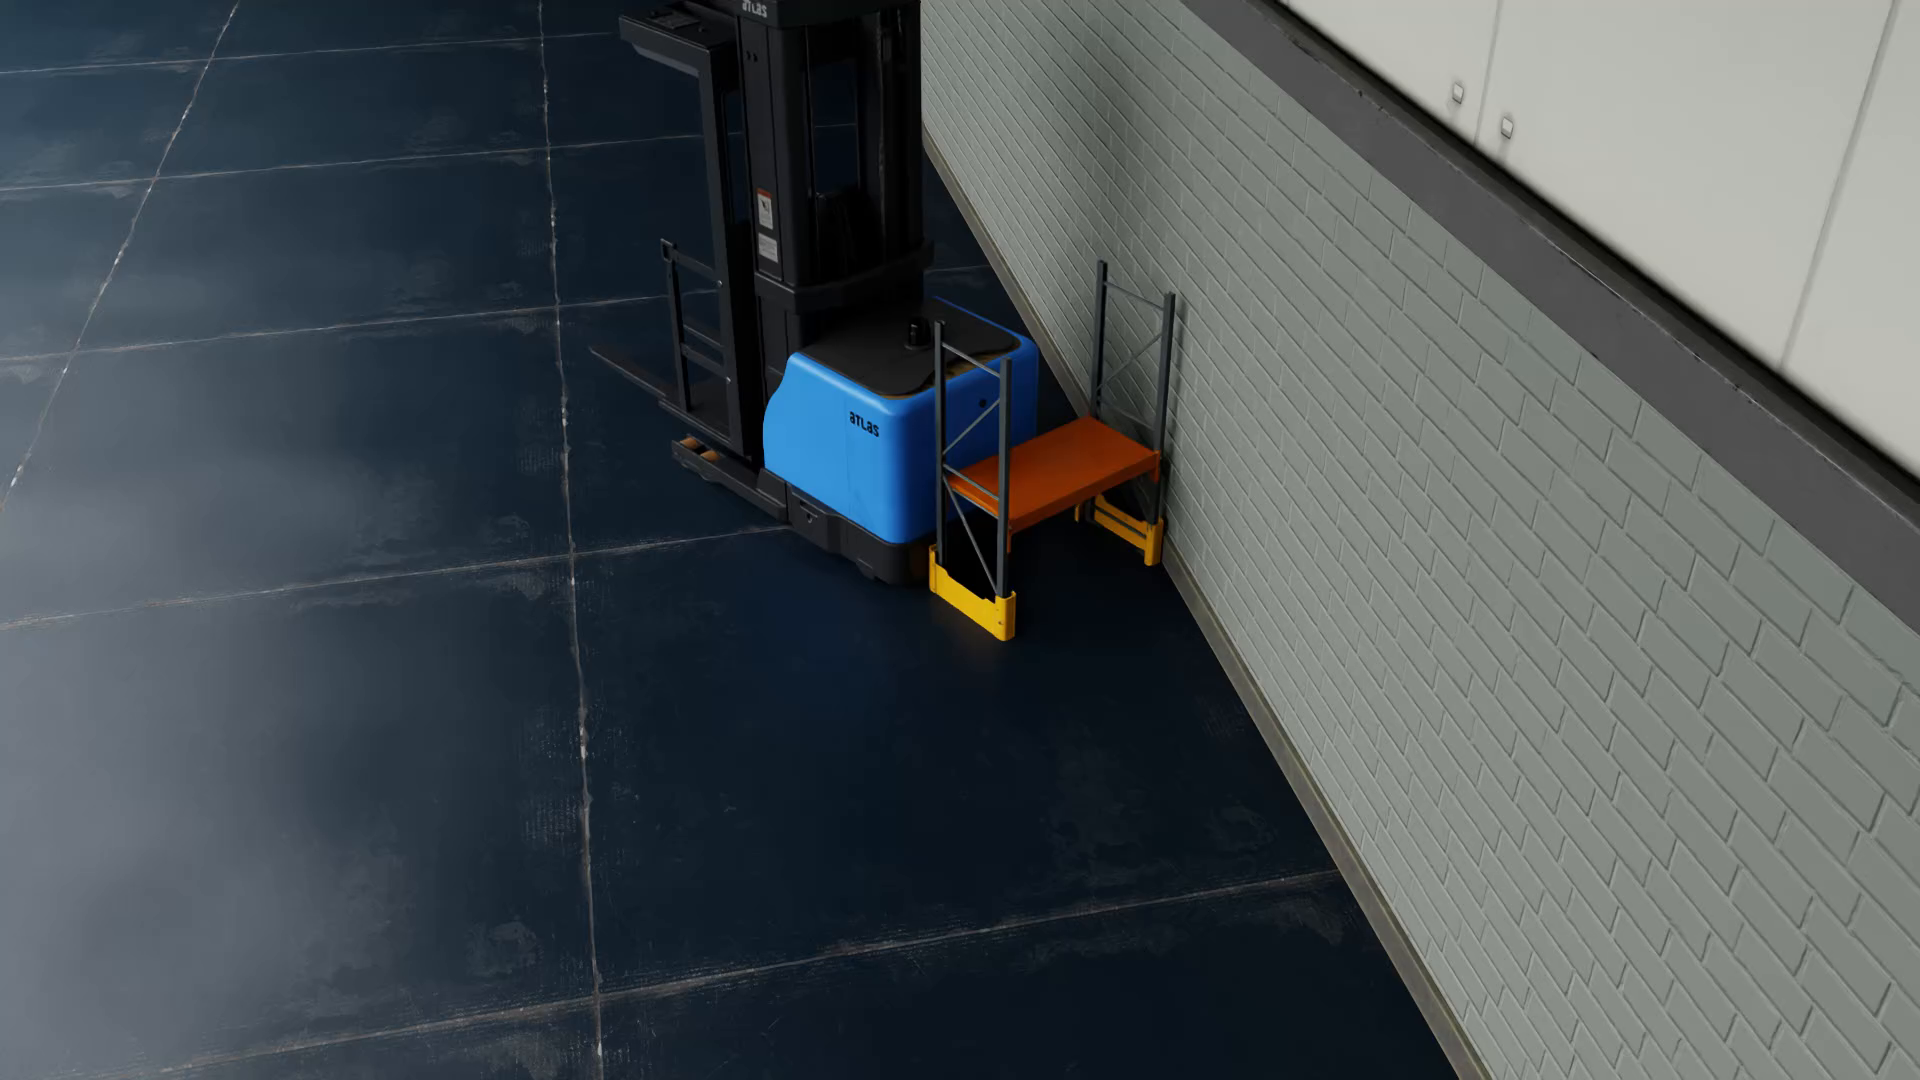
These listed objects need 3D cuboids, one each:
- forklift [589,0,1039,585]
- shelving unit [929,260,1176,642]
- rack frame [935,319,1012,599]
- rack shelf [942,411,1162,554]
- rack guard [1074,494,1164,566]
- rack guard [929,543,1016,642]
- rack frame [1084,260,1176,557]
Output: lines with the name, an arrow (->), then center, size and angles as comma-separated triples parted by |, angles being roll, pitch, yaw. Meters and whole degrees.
forklift -> -0.969, -1.720, 8.683 | 1.130, 2.935, 3.031 | -28, 43, -35
shelving unit -> 0.440, -0.446, 8.069 | 1.083, 1.500, 0.587 | -25, 41, -32
rack frame -> 0.055, -0.268, 7.804 | 0.032, 1.500, 0.500 | -25, 41, -32
rack shelf -> 0.447, -0.300, 8.174 | 1.000, 0.185, 0.538 | -25, 41, -32
rack guard -> 0.823, -0.104, 8.681 | 0.087, 0.250, 0.587 | -25, 41, -32
rack guard -> 0.056, 0.250, 8.153 | 0.087, 0.250, 0.587 | -25, 41, -32
rack frame -> 0.838, -0.630, 8.343 | 0.032, 1.500, 0.500 | -25, 41, -32
